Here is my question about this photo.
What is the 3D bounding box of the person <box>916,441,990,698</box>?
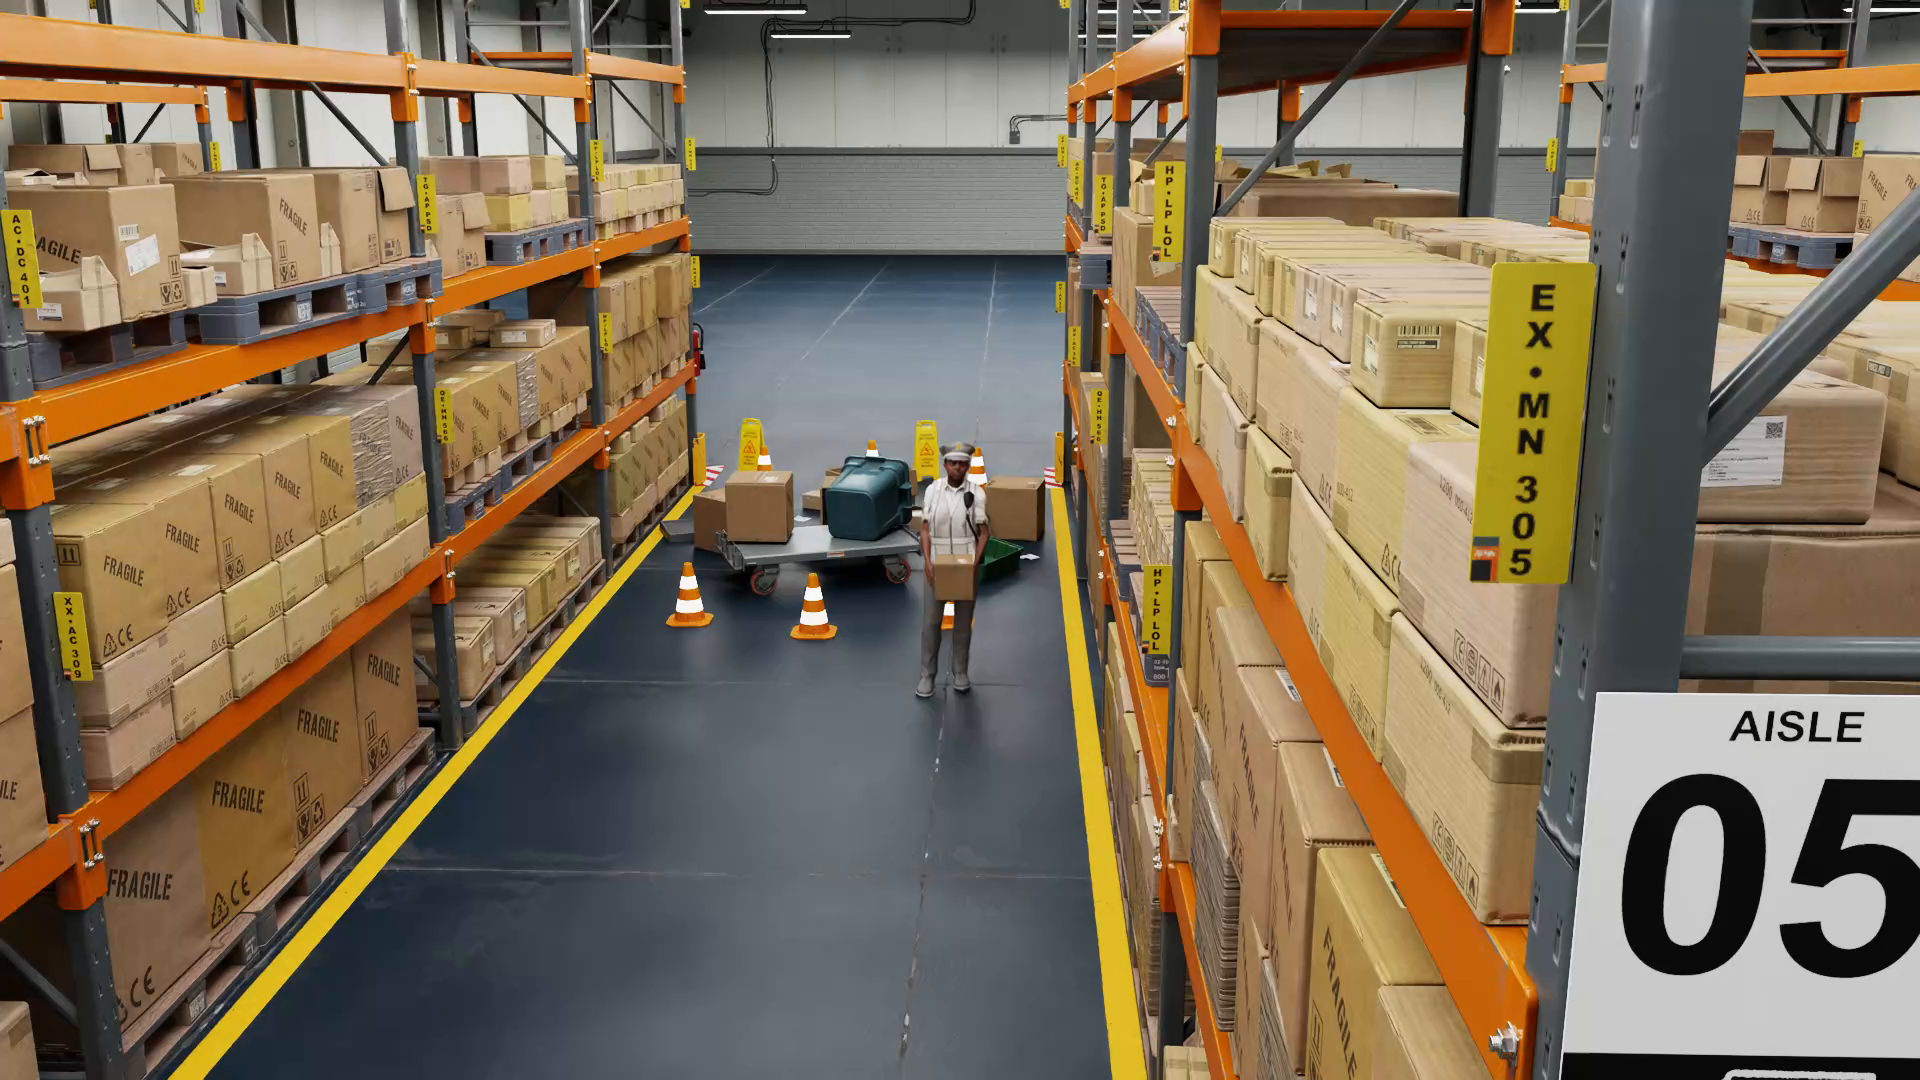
[{"bbox_3d":[-0.047,0.182,11.176,0.495,1.702,0.489,0,14,2],"label":"person"}]
